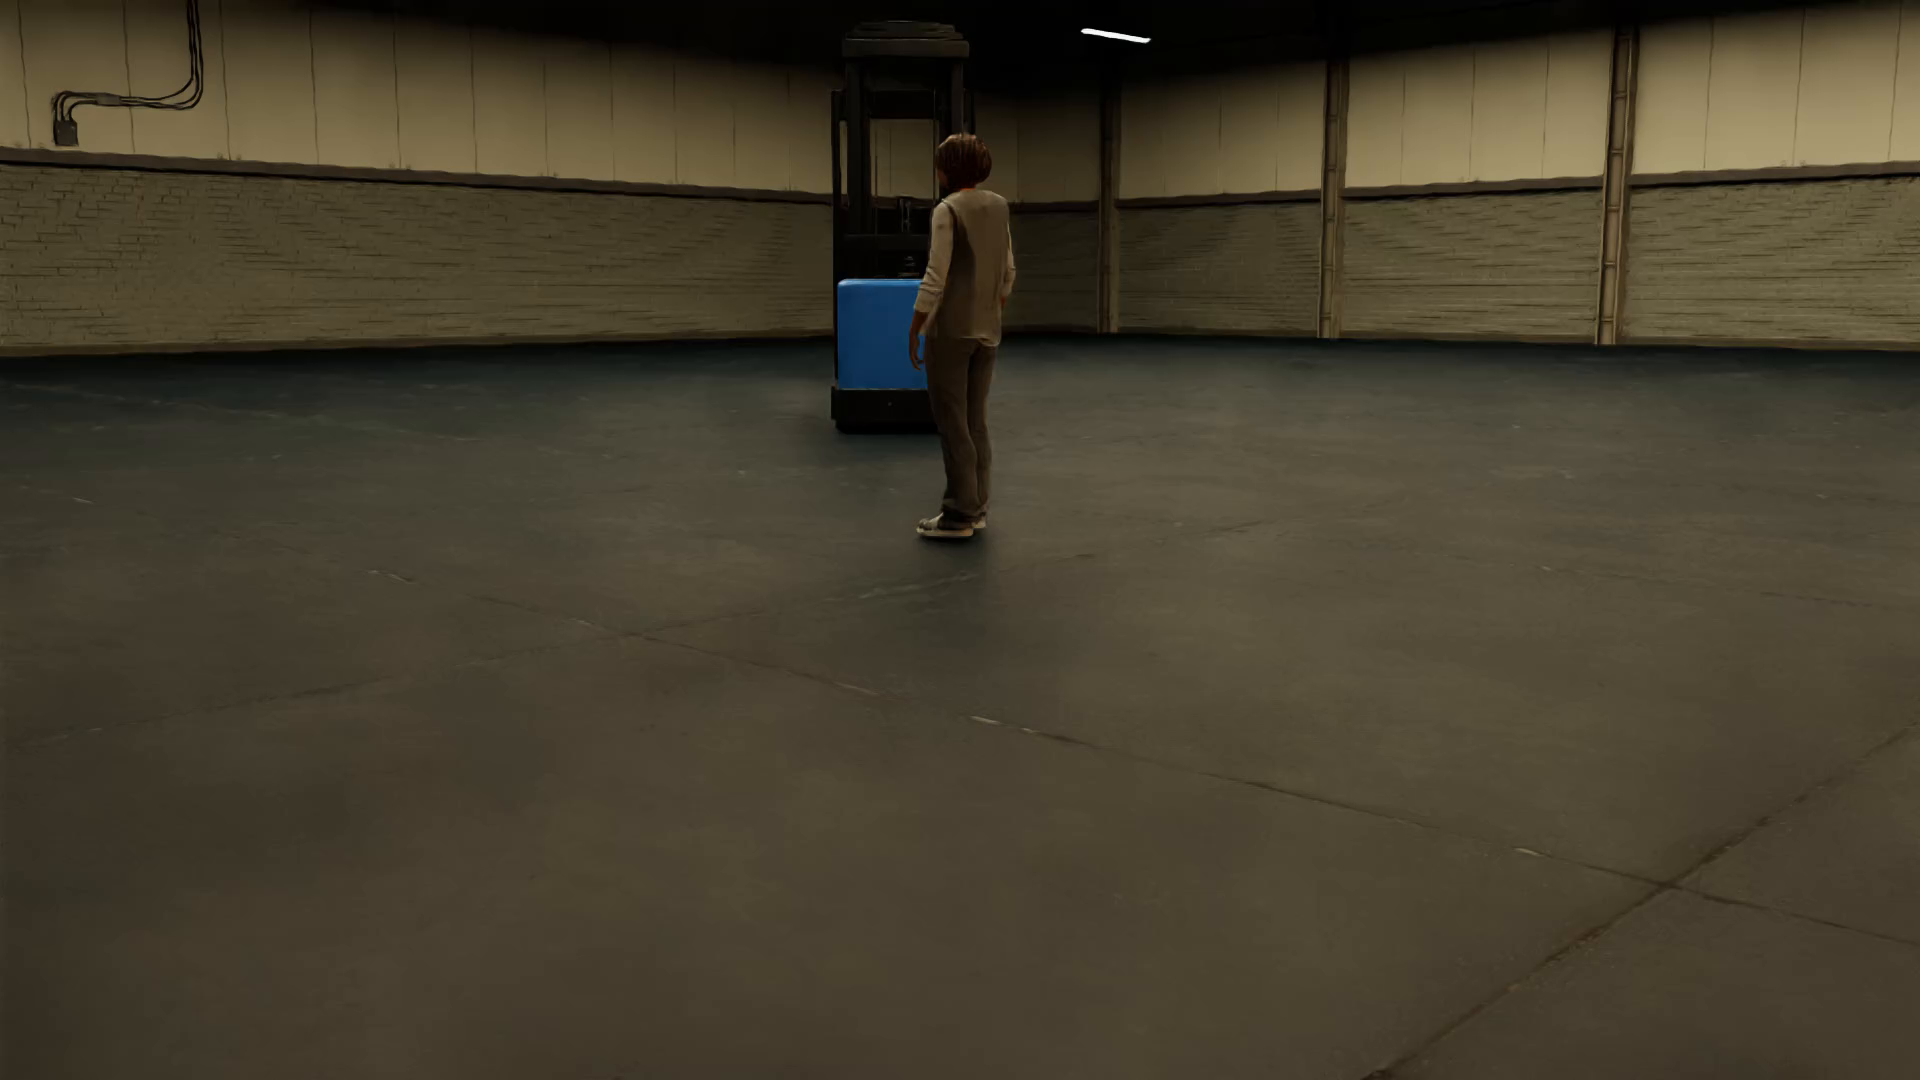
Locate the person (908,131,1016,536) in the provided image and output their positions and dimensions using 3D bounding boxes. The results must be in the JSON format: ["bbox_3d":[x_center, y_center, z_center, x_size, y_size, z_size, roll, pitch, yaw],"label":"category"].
[{"bbox_3d":[-0.044,-0.806,6.658,0.474,1.597,0.521,8,12,43],"label":"person"}]

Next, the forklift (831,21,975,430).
[{"bbox_3d":[-0.449,-2.424,12.976,1.130,2.935,3.031,-1,9,-4],"label":"forklift"}]
